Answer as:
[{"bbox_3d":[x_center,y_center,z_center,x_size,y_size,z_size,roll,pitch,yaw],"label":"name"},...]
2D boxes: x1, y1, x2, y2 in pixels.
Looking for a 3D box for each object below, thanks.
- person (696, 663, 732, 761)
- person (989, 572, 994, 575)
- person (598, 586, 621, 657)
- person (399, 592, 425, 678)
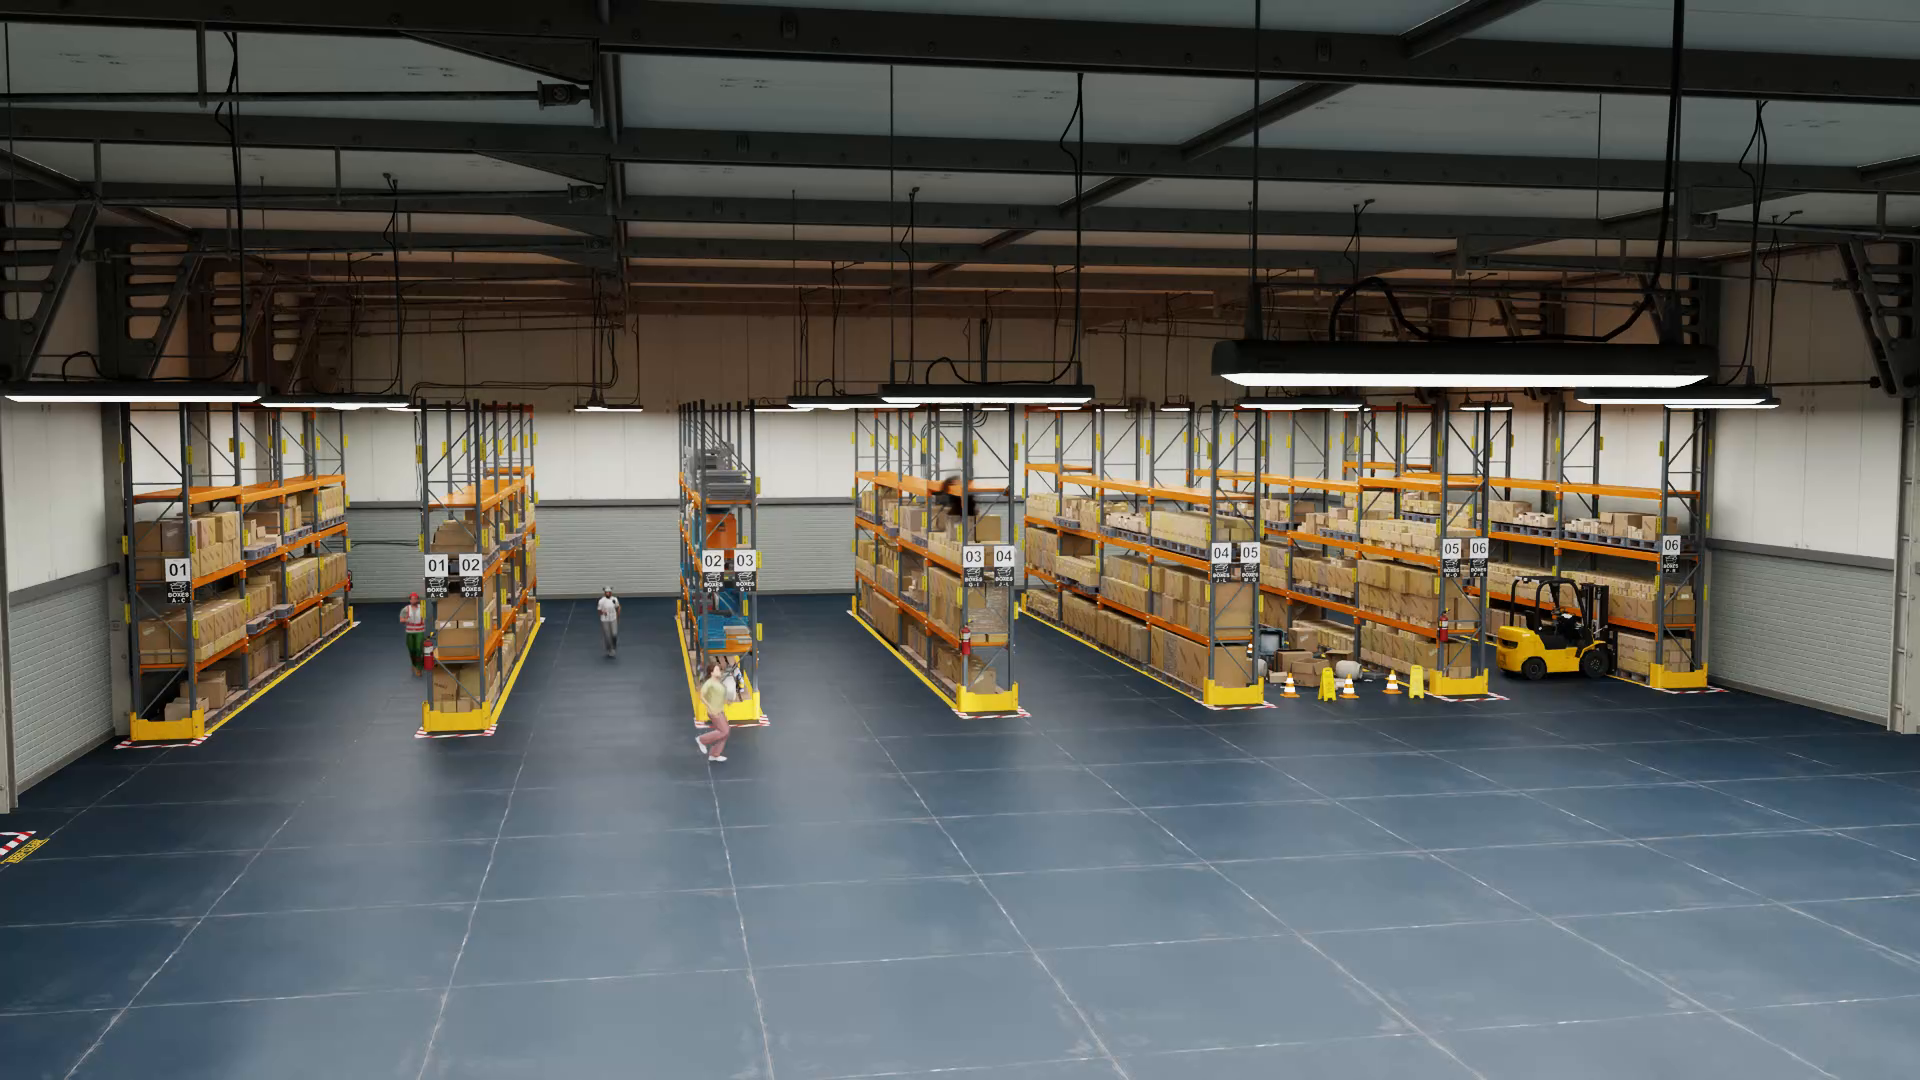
[{"bbox_3d":[-4.065,2.840,27.475,0.552,1.617,0.580,1,4,13],"label":"person"},{"bbox_3d":[0.849,1.306,47.255,0.661,1.733,0.615,-1,4,-10],"label":"person"},{"bbox_3d":[-8.270,1.929,39.262,0.548,1.698,0.681,-1,4,-16],"label":"person"},{"bbox_3d":[-11.961,2.067,36.532,0.648,1.845,0.799,-1,4,-9],"label":"person"}]
